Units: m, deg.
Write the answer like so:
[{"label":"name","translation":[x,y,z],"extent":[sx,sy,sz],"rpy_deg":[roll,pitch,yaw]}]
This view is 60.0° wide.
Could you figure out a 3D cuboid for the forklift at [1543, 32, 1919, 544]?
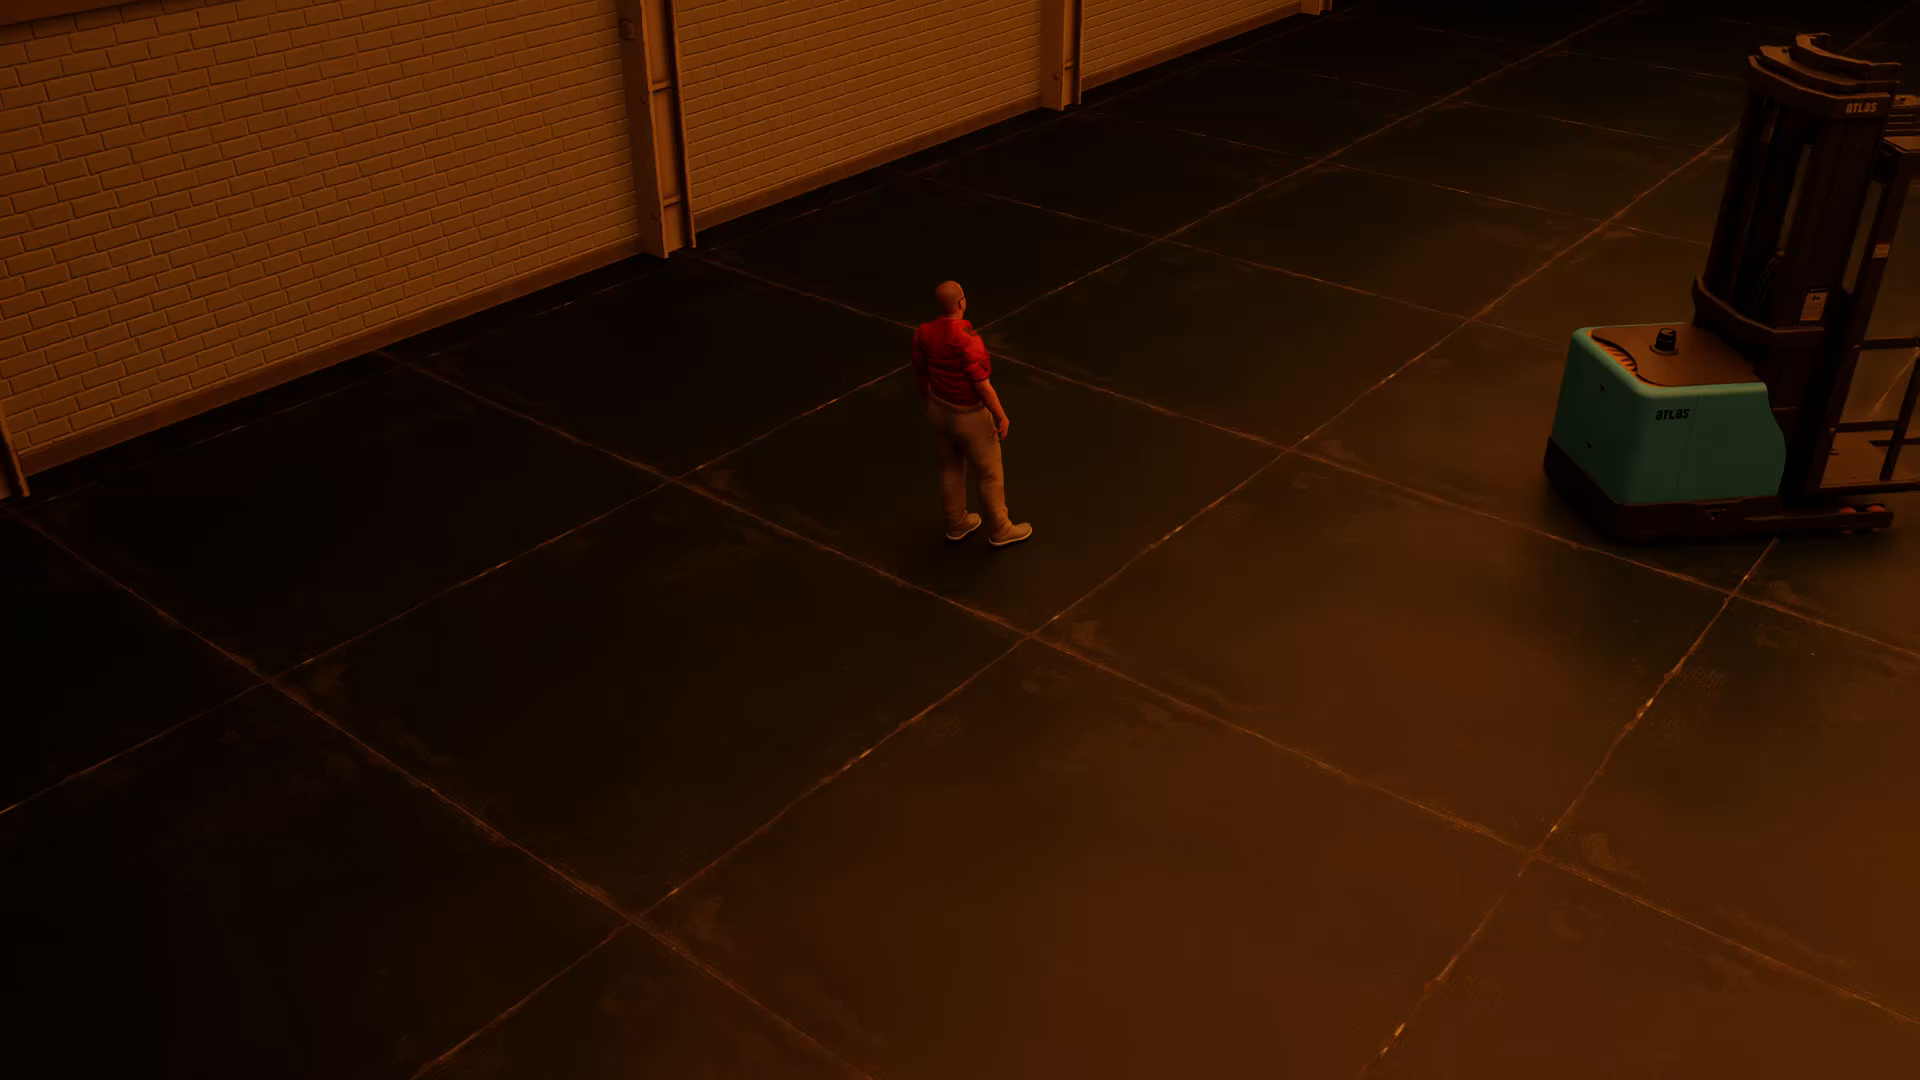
[{"label":"forklift","translation":[5.480,-1.565,10.273],"extent":[3.031,2.935,1.130],"rpy_deg":[-4,31,-6]}]

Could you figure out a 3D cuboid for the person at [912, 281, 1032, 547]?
[{"label":"person","translation":[0.066,-0.784,10.114],"extent":[0.640,1.727,0.551],"rpy_deg":[22,37,33]}]
